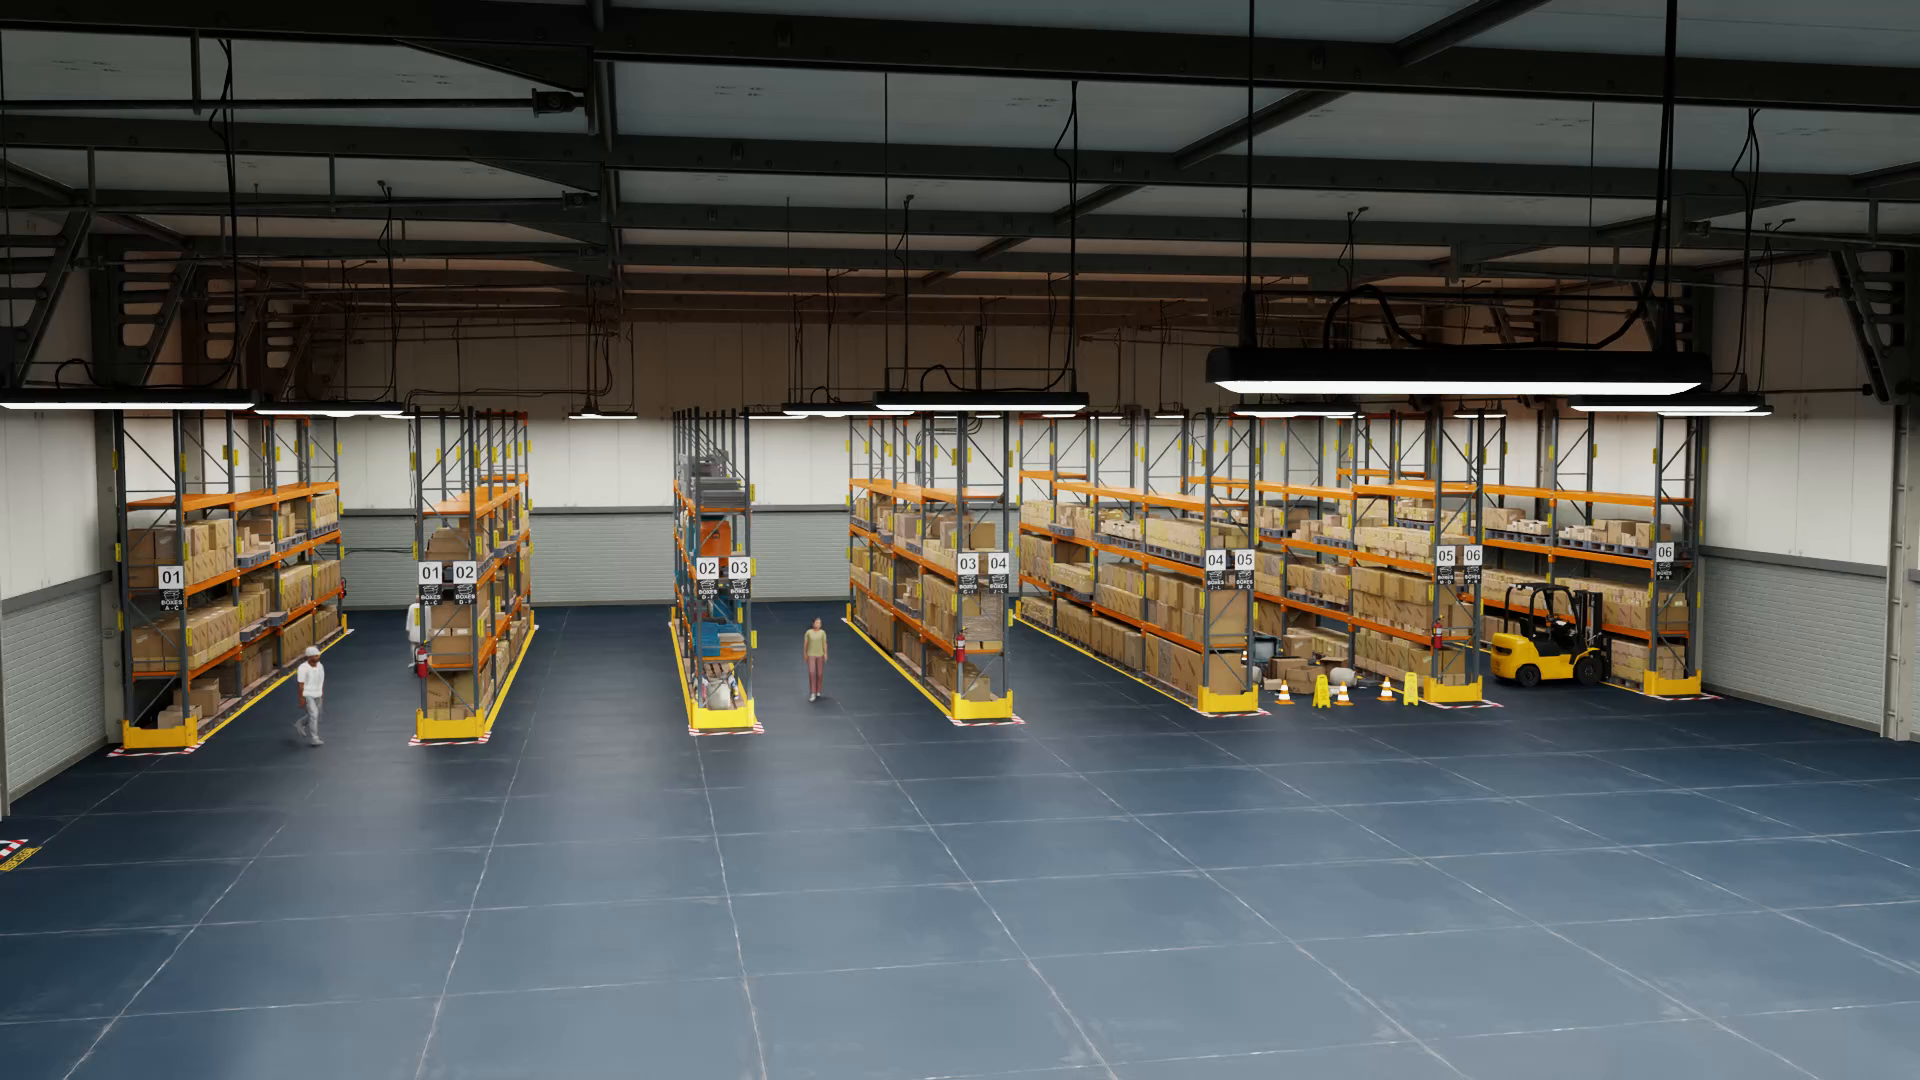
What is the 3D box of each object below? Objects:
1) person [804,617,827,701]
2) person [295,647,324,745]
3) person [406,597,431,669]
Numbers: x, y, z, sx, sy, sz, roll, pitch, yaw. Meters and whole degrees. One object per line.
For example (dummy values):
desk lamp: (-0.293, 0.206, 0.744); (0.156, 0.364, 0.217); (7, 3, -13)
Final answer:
person: (-2.966, 2.454, 34.442); (0.468, 1.692, 0.676); (-1, 4, -15)
person: (-11.577, 2.749, 29.557); (0.885, 1.737, 0.576); (2, 5, 28)
person: (-12.421, 2.103, 38.276); (0.620, 1.778, 0.535); (-1, 4, -8)
